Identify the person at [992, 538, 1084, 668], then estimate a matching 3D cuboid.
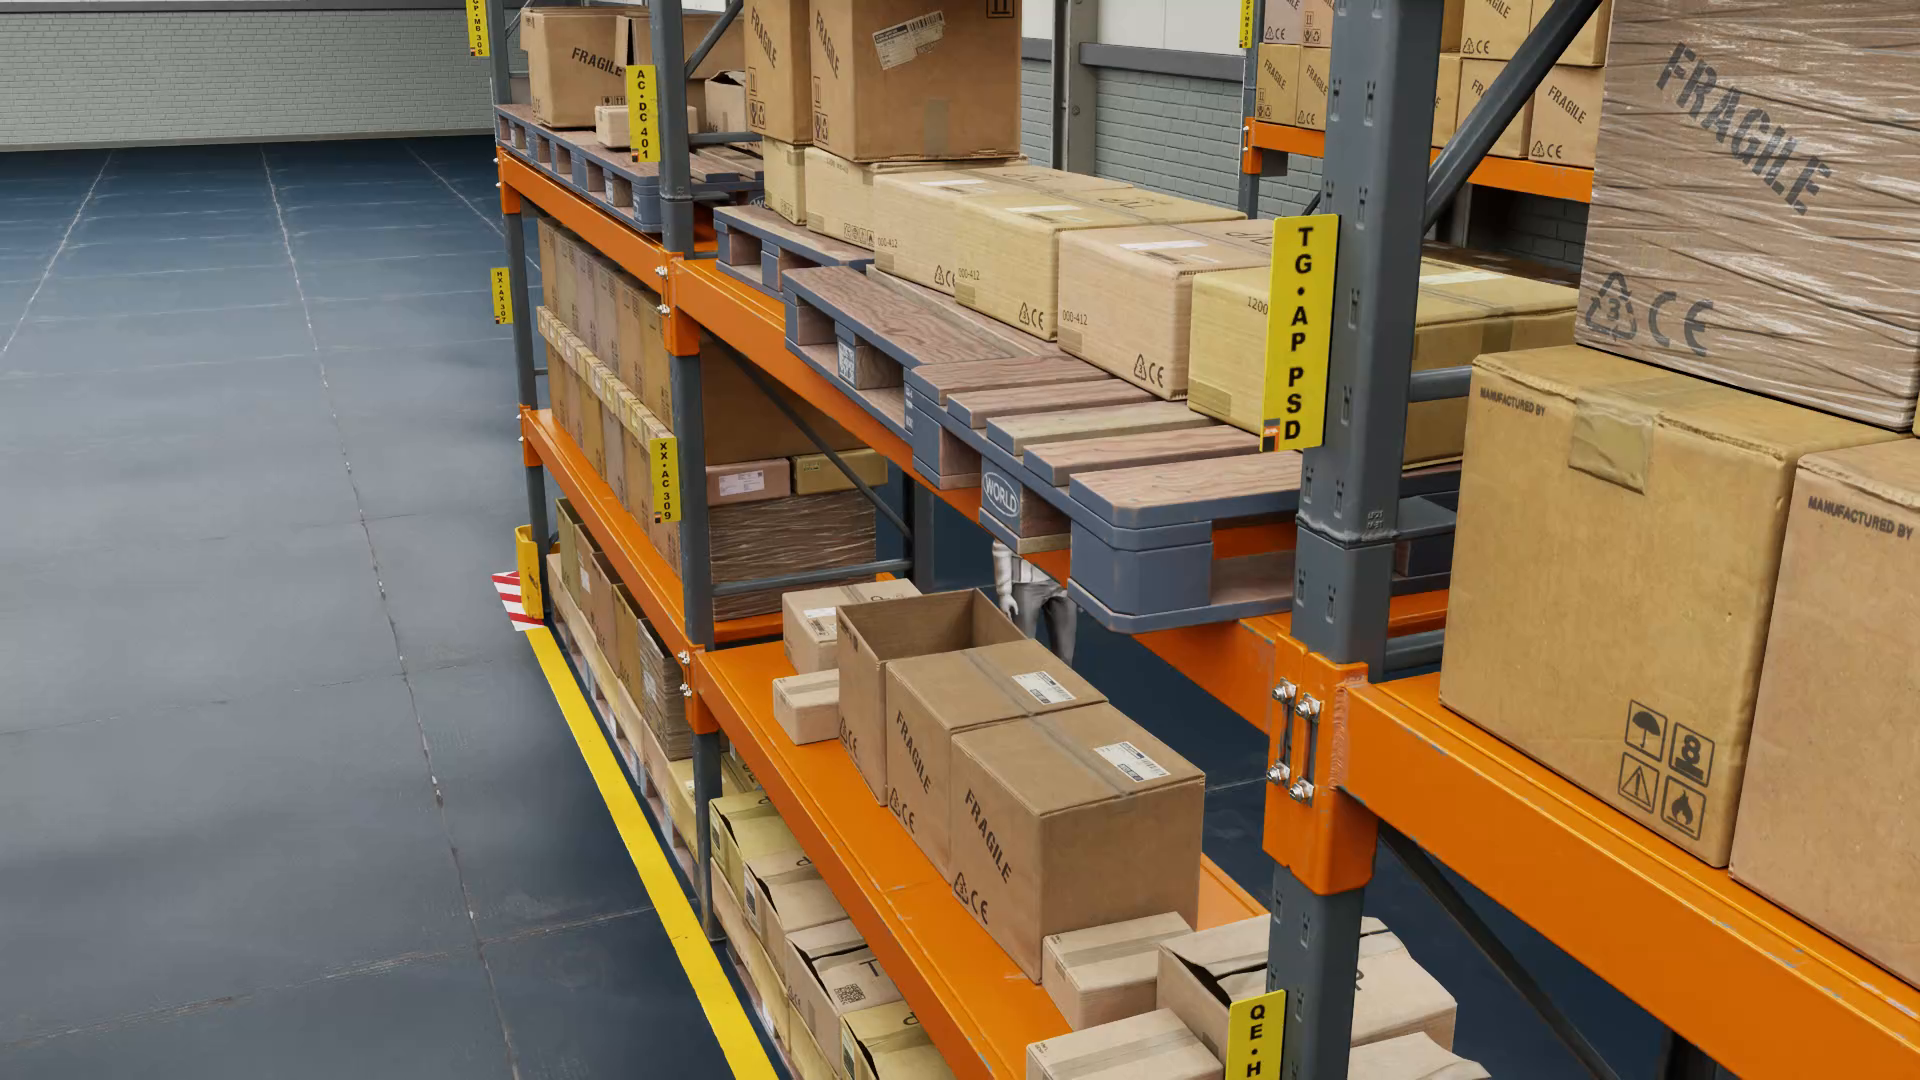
[{"bbox_3d":[0.421,0.247,8.340,0.529,1.664,0.376,-8,20,-22],"label":"person"}]
